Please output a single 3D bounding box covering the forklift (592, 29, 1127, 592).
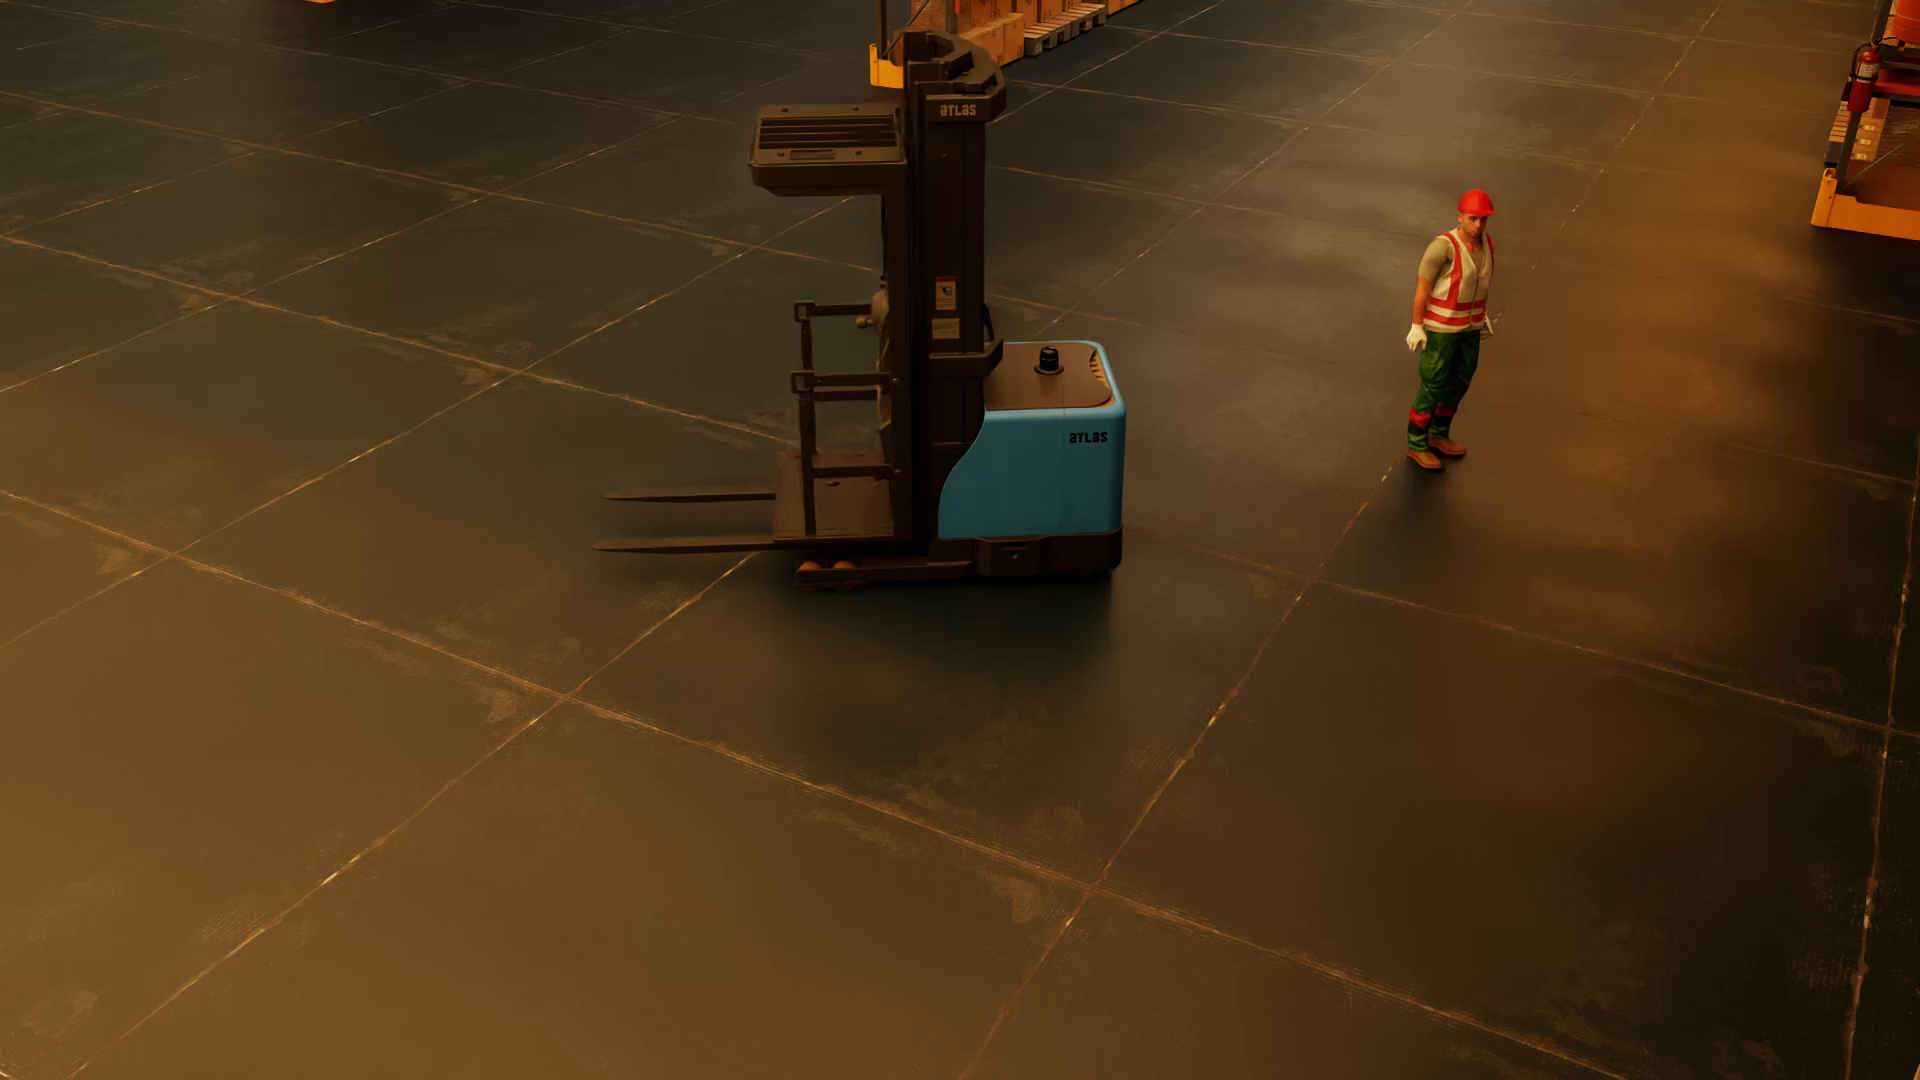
[{"bbox_3d":[-0.609,-1.247,9.232,3.031,2.935,1.130,-2,30,-3],"label":"forklift"}]

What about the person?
[{"bbox_3d":[3.141,-1.336,10.531,0.655,1.792,0.396,-16,34,-25],"label":"person"}]
